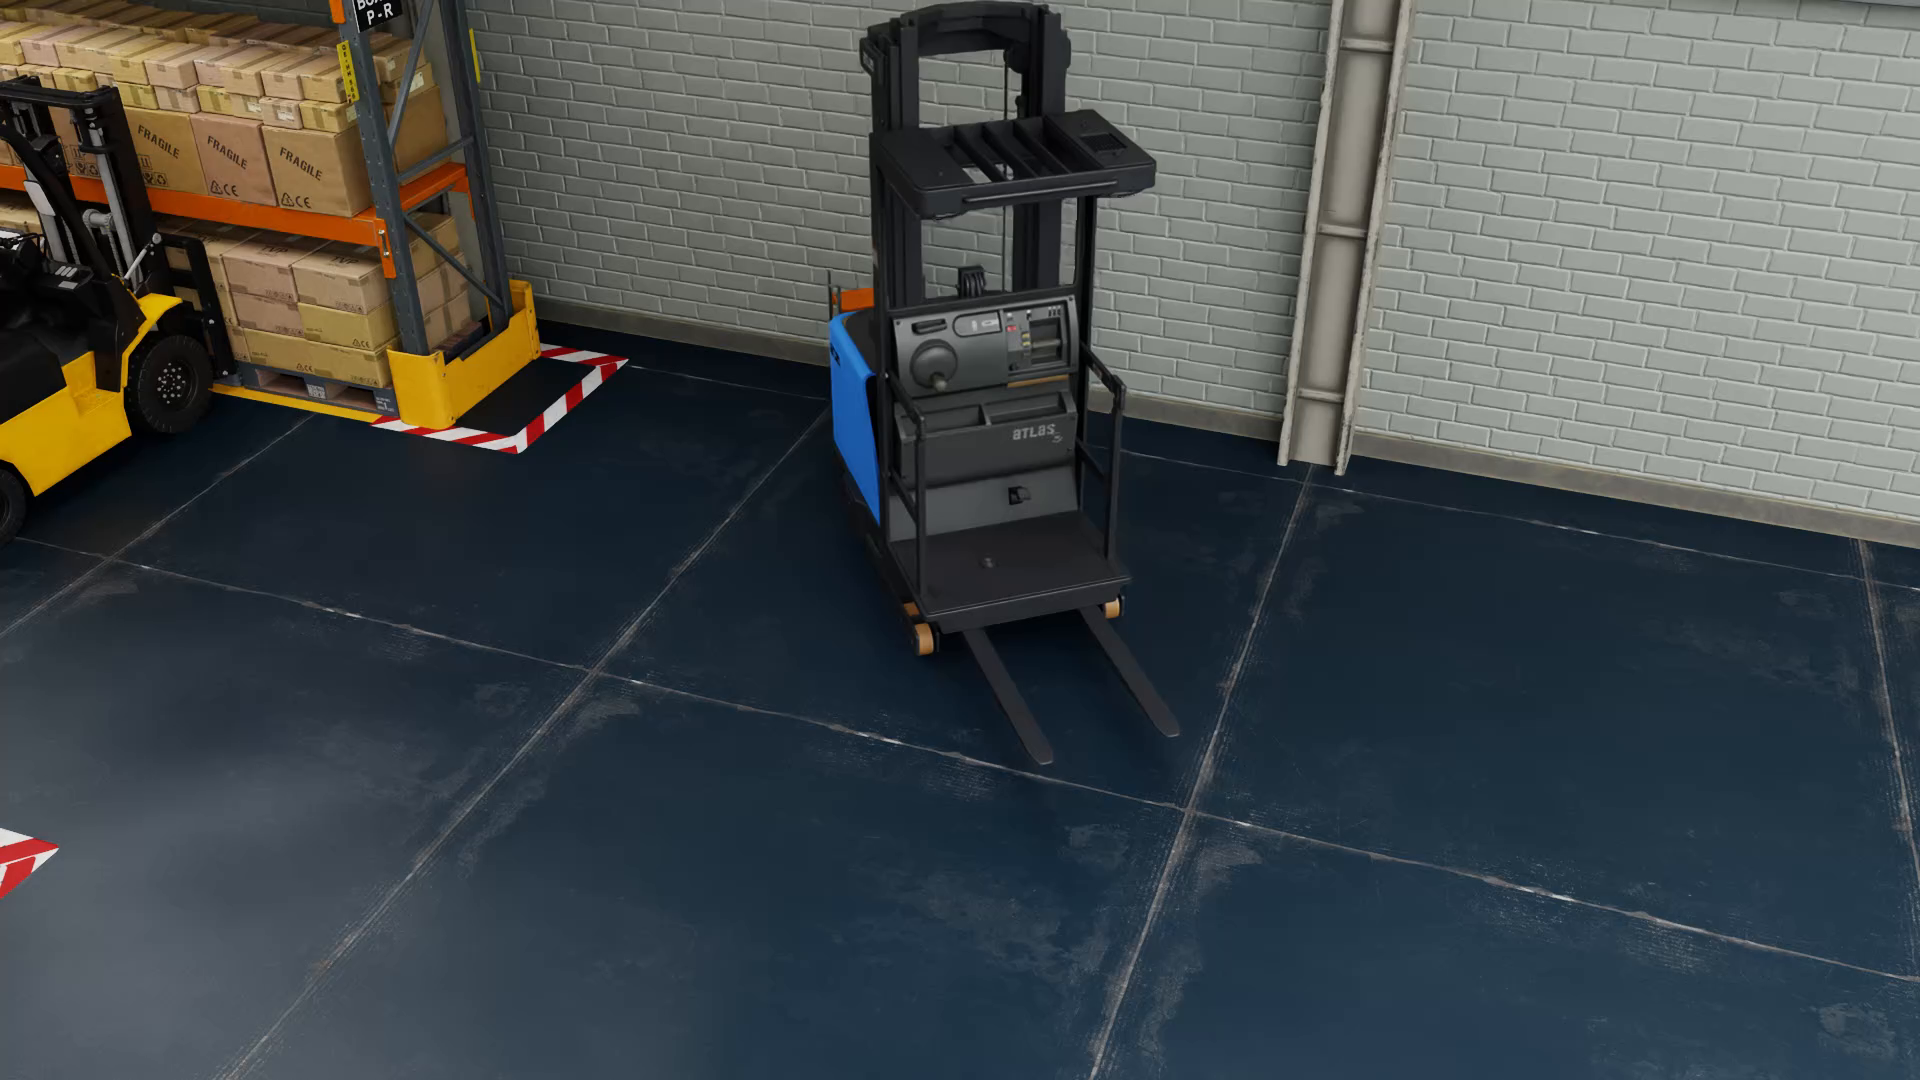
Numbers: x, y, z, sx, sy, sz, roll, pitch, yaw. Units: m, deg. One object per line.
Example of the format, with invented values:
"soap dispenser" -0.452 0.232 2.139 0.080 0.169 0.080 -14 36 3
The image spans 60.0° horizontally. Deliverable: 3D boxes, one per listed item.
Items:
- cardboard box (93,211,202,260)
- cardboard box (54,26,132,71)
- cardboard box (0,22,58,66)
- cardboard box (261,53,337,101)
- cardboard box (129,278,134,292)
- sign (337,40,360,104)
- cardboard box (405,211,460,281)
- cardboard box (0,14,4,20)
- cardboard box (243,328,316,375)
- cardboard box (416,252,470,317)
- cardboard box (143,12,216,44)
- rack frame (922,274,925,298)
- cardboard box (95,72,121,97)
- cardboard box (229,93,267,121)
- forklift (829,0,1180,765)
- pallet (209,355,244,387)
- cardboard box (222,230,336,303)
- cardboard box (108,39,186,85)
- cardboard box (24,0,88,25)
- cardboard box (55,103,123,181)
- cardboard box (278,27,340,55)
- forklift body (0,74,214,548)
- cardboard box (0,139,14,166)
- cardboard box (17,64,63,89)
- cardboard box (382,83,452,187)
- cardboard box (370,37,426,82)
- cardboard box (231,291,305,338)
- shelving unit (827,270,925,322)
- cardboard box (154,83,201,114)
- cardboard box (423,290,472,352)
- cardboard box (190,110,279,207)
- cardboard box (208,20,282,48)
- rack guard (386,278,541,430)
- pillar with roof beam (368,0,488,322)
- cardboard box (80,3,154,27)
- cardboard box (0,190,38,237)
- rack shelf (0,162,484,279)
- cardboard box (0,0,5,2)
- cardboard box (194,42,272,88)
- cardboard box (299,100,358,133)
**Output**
"cardboard box" -5.145 -1.905 10.629 0.500 0.250 0.500 10 34 15
"cardboard box" -5.256 -2.994 10.126 0.250 0.149 0.380 11 34 17
"cardboard box" -5.755 -3.049 10.211 0.250 0.149 0.380 10 34 16
"cardboard box" -3.821 -2.691 9.656 0.250 0.149 0.380 11 34 17
"cardboard box" -5.165 -1.700 10.772 0.500 0.250 0.500 11 34 16
"sign" -3.367 -2.576 9.156 0.005 0.325 0.100 11 34 16
"cardboard box" -3.559 -1.890 10.607 0.500 0.250 0.500 10 34 16
"cardboard box" -6.216 -3.182 10.417 0.250 0.149 0.380 10 34 16
"cardboard box" -4.184 -1.306 10.624 0.500 0.250 0.500 11 34 16
"cardboard box" -3.543 -1.688 10.754 0.500 0.250 0.500 12 35 17
"cardboard box" -4.861 -3.172 10.401 0.250 0.149 0.380 11 34 17
"rack frame" -0.241 -1.040 9.722 0.015 1.200 0.240 -10 34 -16
"cardboard box" -5.012 -2.813 10.120 0.250 0.149 0.380 11 34 16
"cardboard box" -4.066 -2.610 9.804 0.250 0.149 0.380 12 35 17
"forklift" 0.200 -0.898 7.906 1.130 2.935 3.031 -10 34 -15
"pallet" -5.049 -1.436 11.247 1.213 0.211 1.003 11 34 16
"cardboard box" -4.192 -1.721 10.345 0.500 0.250 0.500 12 35 17
"cardboard box" -4.814 -2.844 9.893 0.250 0.149 0.380 12 35 17
"cardboard box" -5.801 -3.409 10.769 0.250 0.149 0.380 10 34 16
"cardboard box" -5.167 -2.542 10.298 0.500 0.500 0.500 11 35 17
"cardboard box" -3.903 -2.981 10.105 0.250 0.149 0.380 12 35 17
"forklift body" -5.571 -1.323 9.285 1.214 2.155 2.313 11 34 16
"cardboard box" -6.110 -2.737 10.600 0.500 0.500 0.500 12 35 17
"cardboard box" -5.529 -2.869 10.207 0.250 0.149 0.380 10 34 15
"cardboard box" -3.543 -2.539 10.293 0.500 0.500 0.500 12 35 18
"cardboard box" -3.415 -2.875 9.940 0.250 0.149 0.380 10 34 16
"cardboard box" -4.203 -1.522 10.498 0.500 0.250 0.500 11 34 16
"shelving unit" -0.473 -0.998 9.657 0.503 1.200 0.258 -10 34 -16
"cardboard box" -4.562 -2.686 9.922 0.250 0.149 0.380 10 34 15
"cardboard box" -3.567 -1.475 10.886 0.500 0.250 0.500 11 34 17
"cardboard box" -4.208 -2.362 10.019 0.500 0.500 0.500 12 35 18
"cardboard box" -4.387 -3.069 10.242 0.250 0.149 0.380 12 35 18
"rack guard" -3.148 -1.210 10.631 0.348 0.500 1.175 11 34 16
"pillar with roof beam" -4.974 -3.174 5.838 0.400 9.000 9.100 11 34 16
"cardboard box" -5.339 -3.281 10.570 0.250 0.149 0.380 11 34 16
"cardboard box" -6.108 -2.090 10.916 0.500 0.250 0.500 11 34 17
"rack shelf" -5.053 -2.328 10.722 4.000 0.370 1.077 11 34 16
"cardboard box" -6.311 -3.465 10.854 0.250 0.149 0.380 10 34 15
"cardboard box" -4.286 -2.809 9.838 0.250 0.149 0.380 11 35 17
"cardboard box" -3.591 -2.499 9.634 0.250 0.149 0.380 12 35 17
